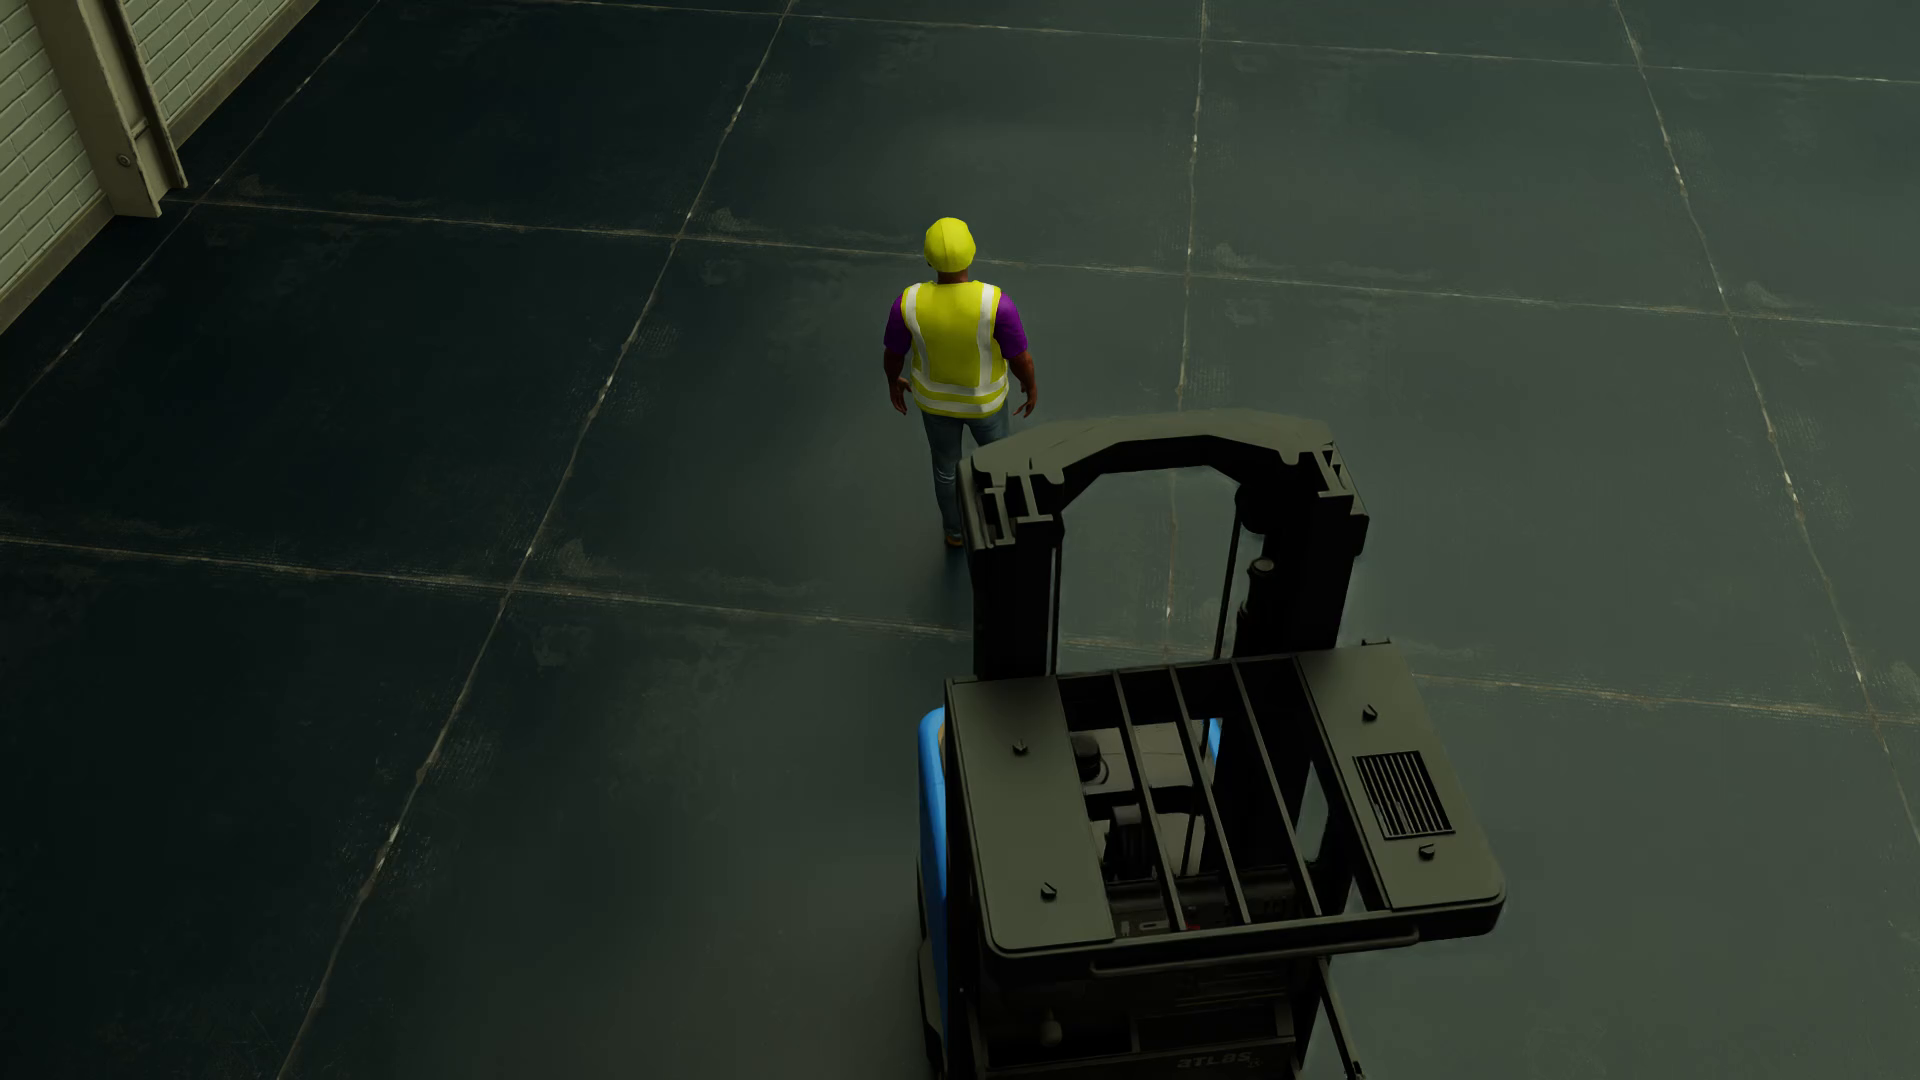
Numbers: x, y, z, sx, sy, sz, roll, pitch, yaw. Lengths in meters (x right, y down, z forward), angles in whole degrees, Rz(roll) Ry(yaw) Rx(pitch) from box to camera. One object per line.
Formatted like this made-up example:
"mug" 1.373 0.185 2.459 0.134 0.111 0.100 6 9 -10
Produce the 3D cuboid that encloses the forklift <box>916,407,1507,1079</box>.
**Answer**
"forklift" 0.539 1.235 4.380 1.130 2.935 3.031 -5 43 -5

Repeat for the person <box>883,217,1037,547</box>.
"person" 0.014 -0.702 7.339 0.666 1.768 0.575 5 43 6
